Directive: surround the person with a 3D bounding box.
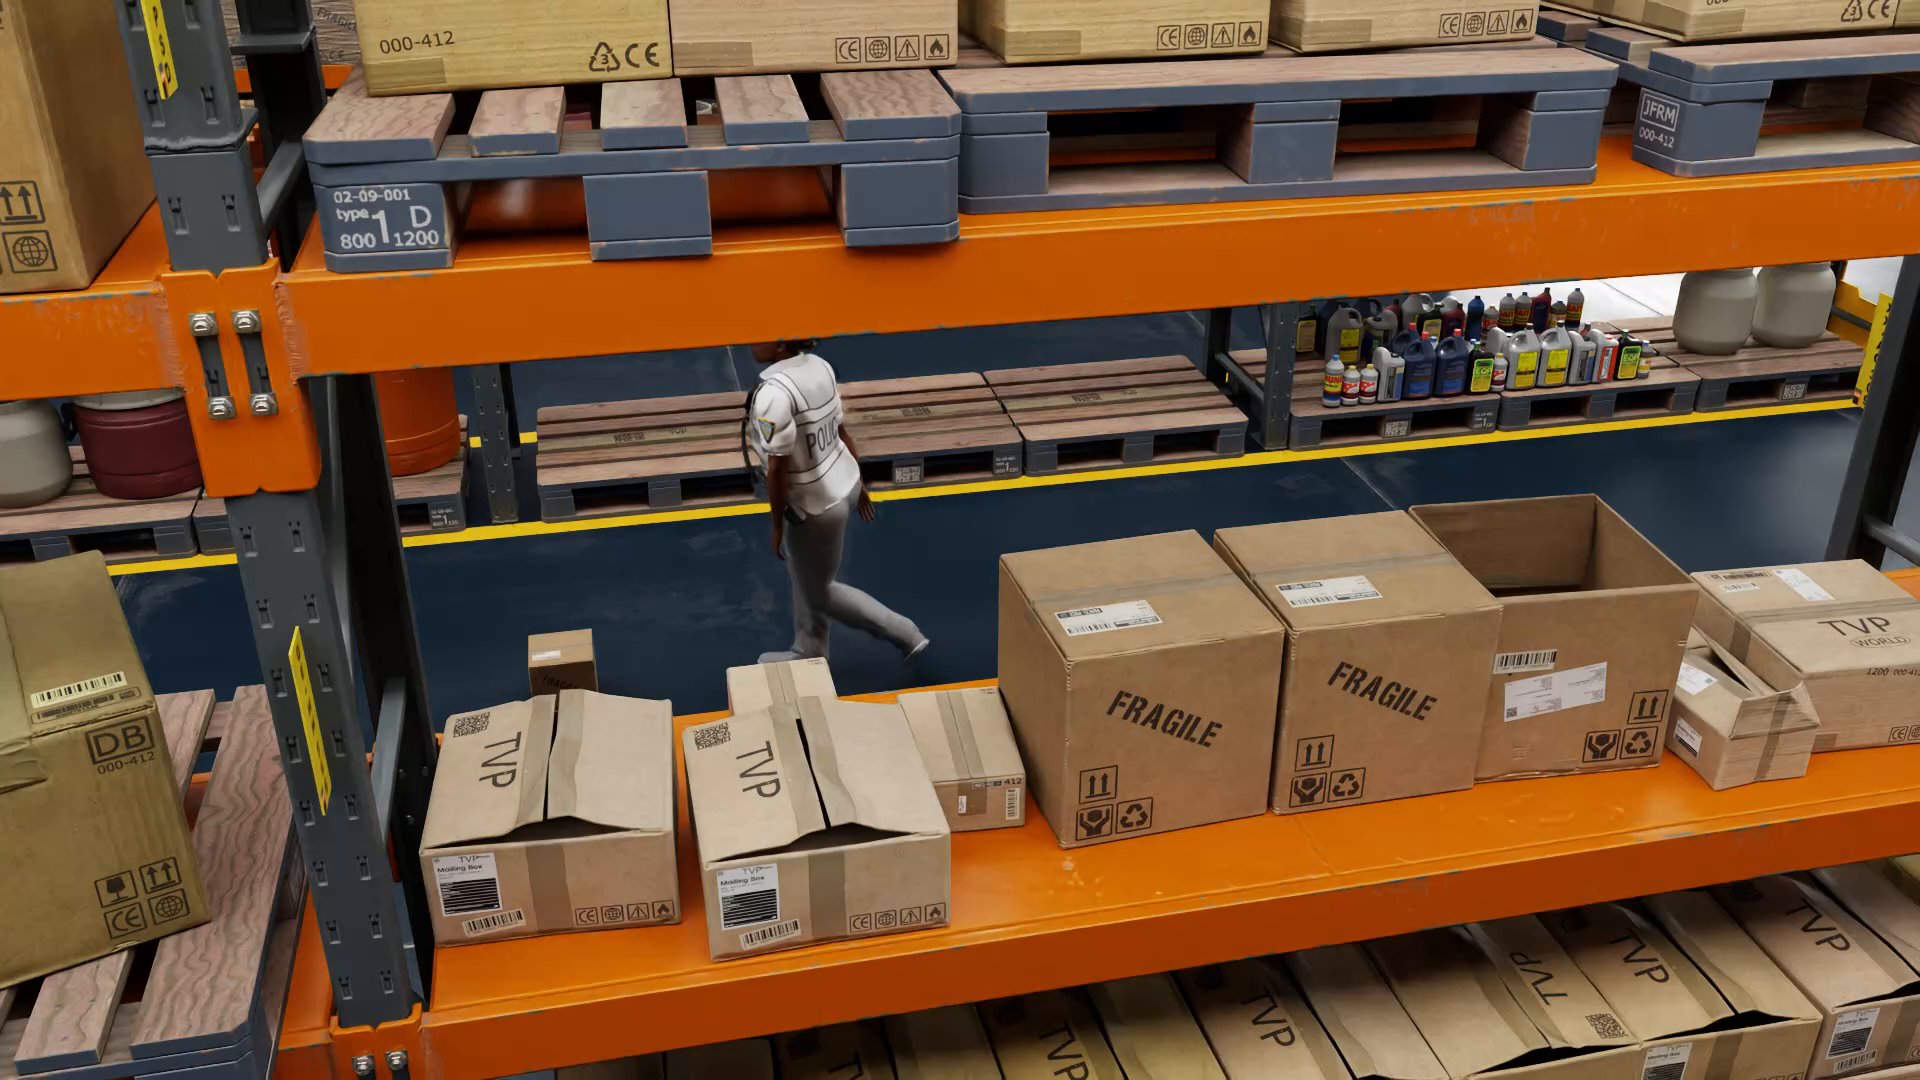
[{"bbox_3d":[-0.505,-0.141,6.381,0.718,1.644,0.509,9,28,17],"label":"person"}]
